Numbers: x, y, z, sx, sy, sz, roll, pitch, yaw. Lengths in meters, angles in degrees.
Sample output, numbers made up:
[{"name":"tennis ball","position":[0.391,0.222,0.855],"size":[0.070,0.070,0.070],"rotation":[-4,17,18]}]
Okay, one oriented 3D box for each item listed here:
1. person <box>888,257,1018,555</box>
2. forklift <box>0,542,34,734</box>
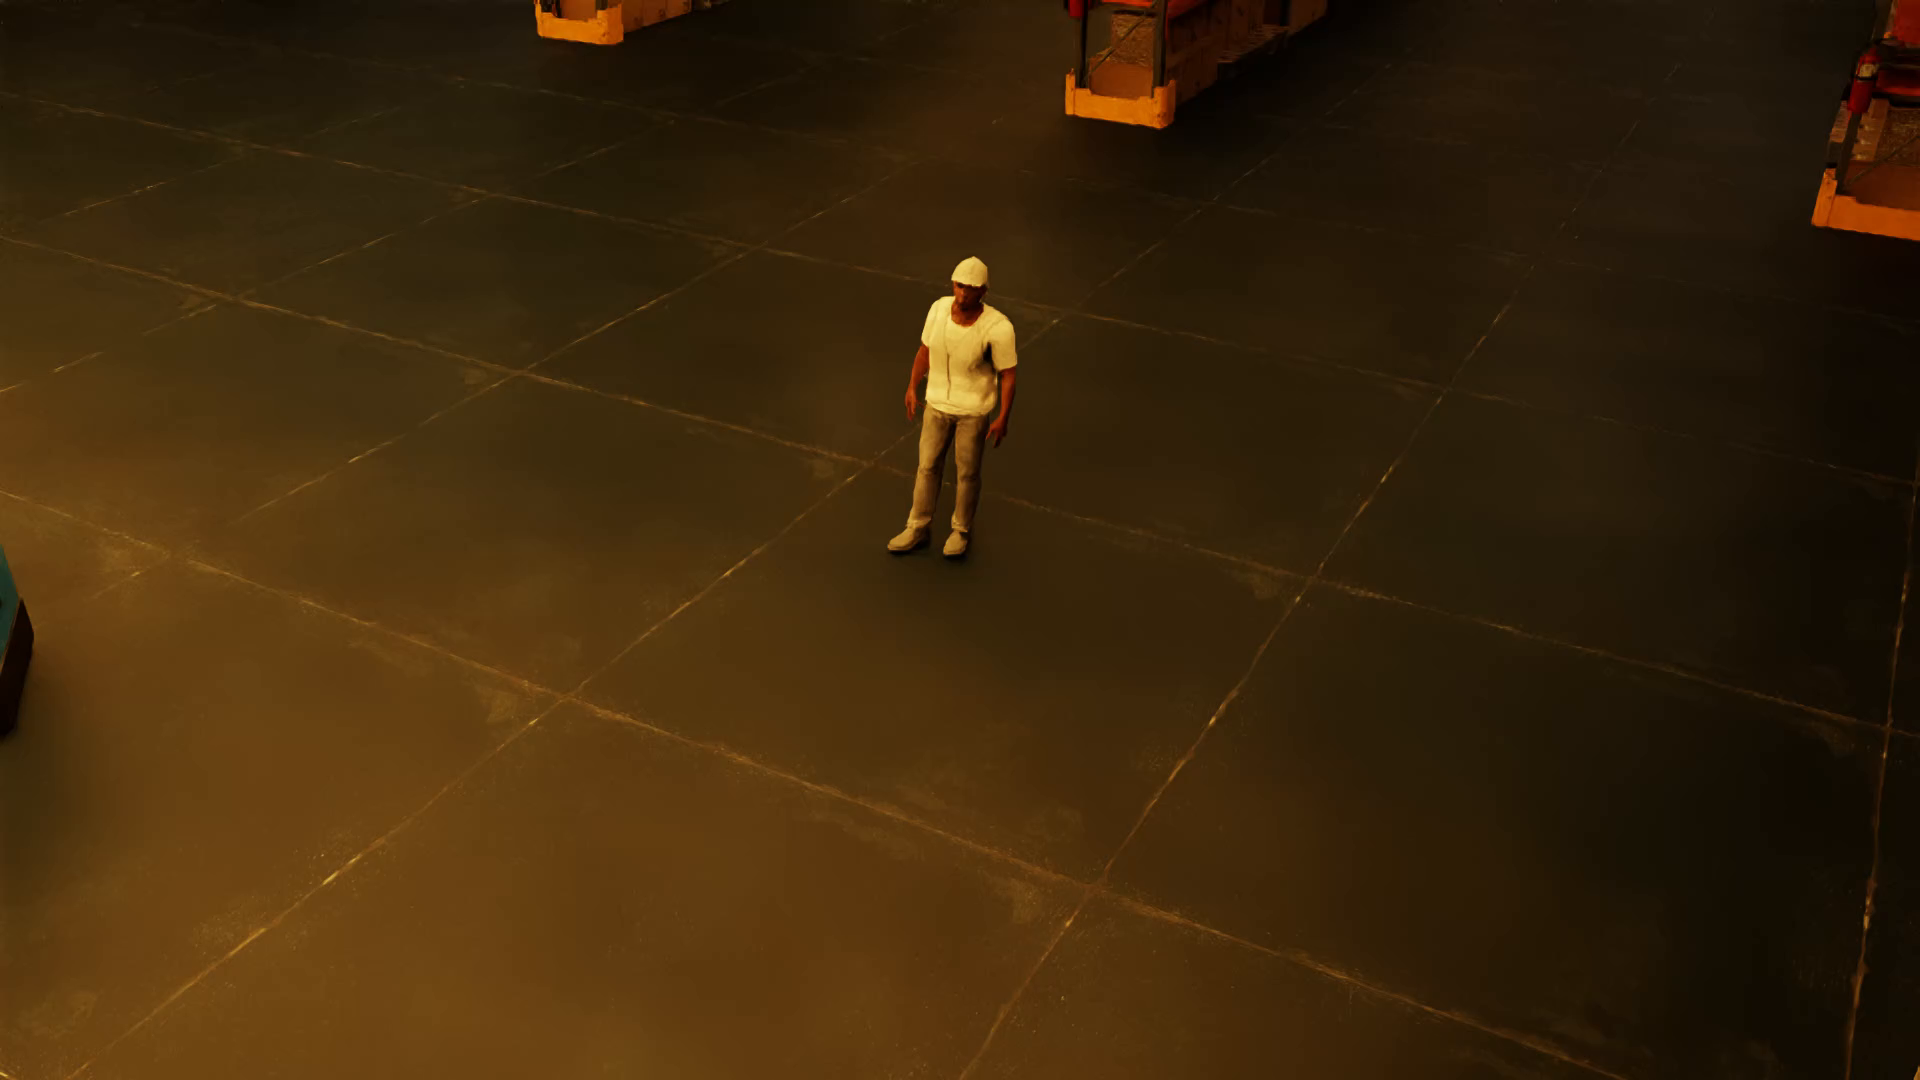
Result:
[{"name":"person","position":[-0.038,-0.742,9.507],"size":[0.665,1.766,0.576],"rotation":[15,33,25]},{"name":"forklift","position":[-6.288,-0.247,7.499],"size":[3.031,2.935,1.130],"rotation":[-10,31,-16]}]
